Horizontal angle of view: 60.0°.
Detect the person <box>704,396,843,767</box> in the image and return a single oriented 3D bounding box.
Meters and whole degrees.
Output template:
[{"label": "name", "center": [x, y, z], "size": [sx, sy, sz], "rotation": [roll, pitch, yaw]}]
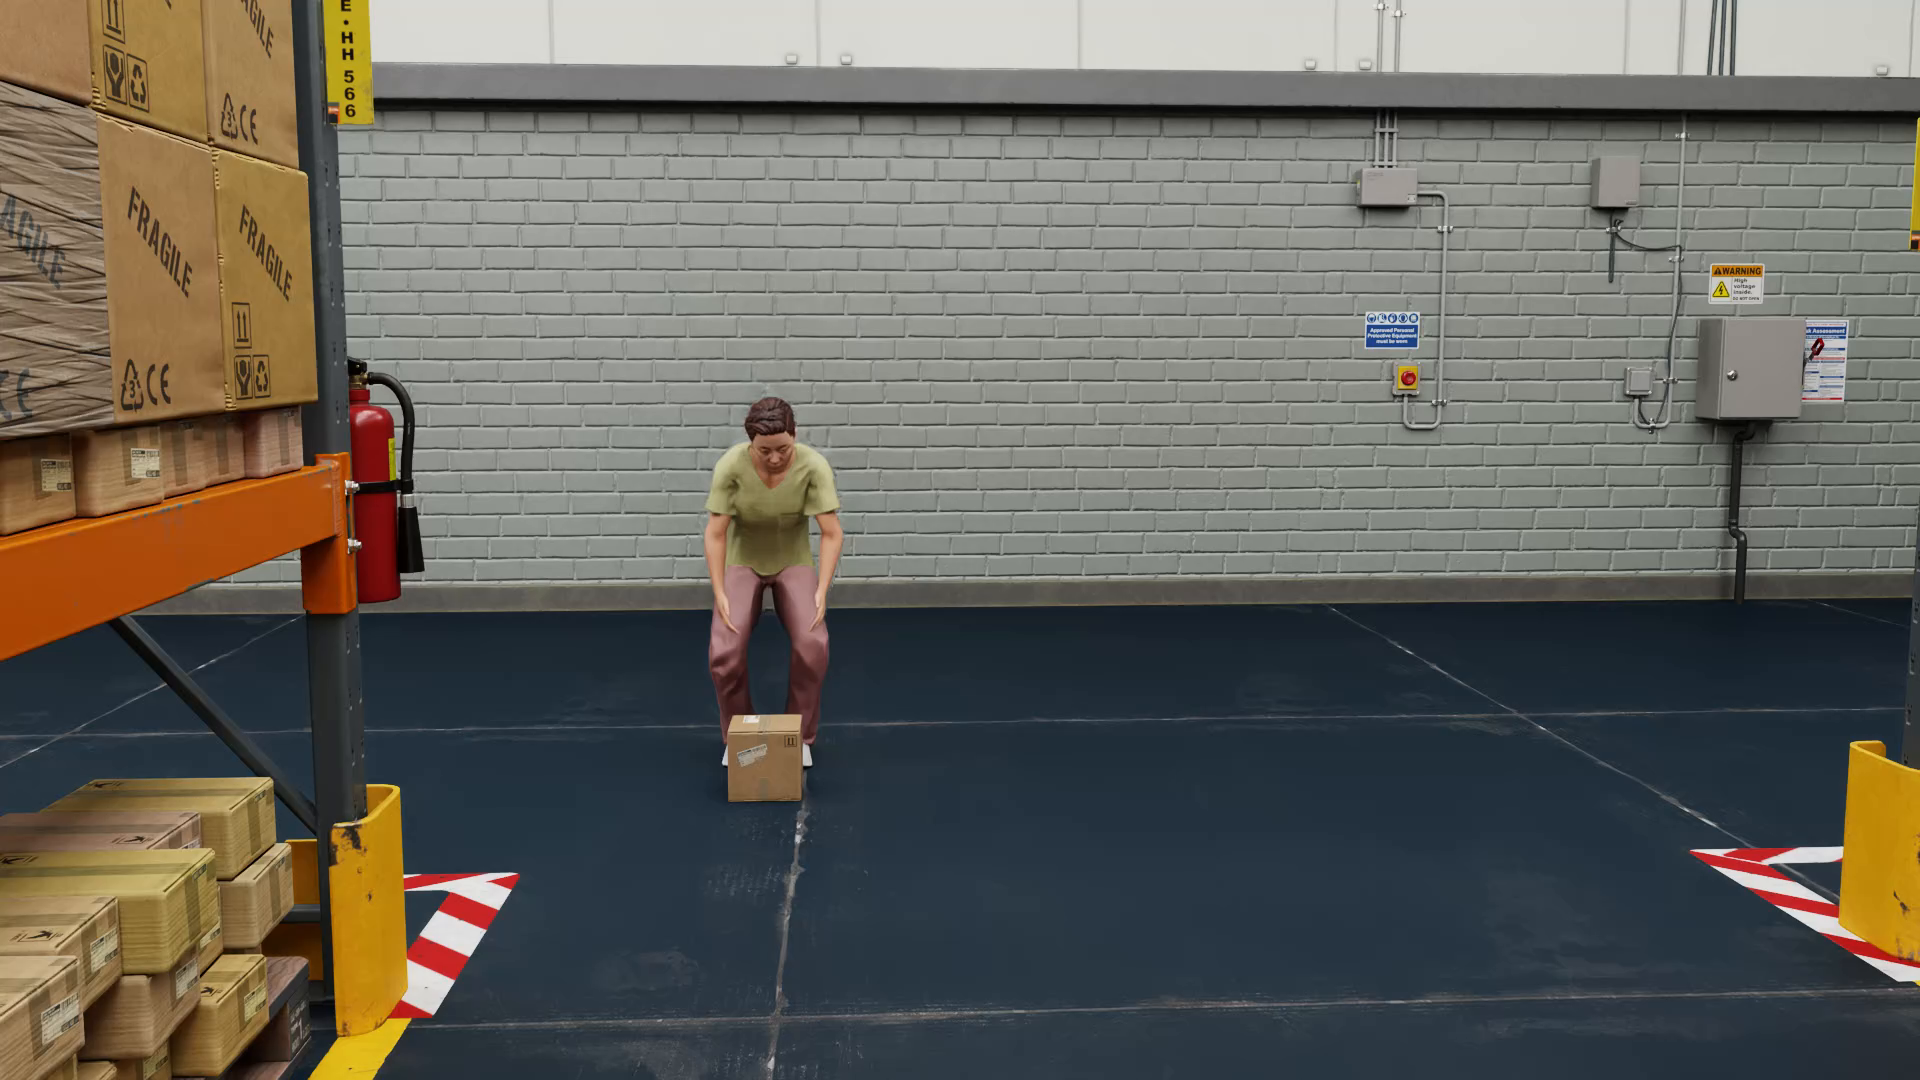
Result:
[{"label": "person", "center": [-0.689, 0.154, 6.197], "size": [0.510, 1.390, 0.634], "rotation": [0, 7, -3]}]
